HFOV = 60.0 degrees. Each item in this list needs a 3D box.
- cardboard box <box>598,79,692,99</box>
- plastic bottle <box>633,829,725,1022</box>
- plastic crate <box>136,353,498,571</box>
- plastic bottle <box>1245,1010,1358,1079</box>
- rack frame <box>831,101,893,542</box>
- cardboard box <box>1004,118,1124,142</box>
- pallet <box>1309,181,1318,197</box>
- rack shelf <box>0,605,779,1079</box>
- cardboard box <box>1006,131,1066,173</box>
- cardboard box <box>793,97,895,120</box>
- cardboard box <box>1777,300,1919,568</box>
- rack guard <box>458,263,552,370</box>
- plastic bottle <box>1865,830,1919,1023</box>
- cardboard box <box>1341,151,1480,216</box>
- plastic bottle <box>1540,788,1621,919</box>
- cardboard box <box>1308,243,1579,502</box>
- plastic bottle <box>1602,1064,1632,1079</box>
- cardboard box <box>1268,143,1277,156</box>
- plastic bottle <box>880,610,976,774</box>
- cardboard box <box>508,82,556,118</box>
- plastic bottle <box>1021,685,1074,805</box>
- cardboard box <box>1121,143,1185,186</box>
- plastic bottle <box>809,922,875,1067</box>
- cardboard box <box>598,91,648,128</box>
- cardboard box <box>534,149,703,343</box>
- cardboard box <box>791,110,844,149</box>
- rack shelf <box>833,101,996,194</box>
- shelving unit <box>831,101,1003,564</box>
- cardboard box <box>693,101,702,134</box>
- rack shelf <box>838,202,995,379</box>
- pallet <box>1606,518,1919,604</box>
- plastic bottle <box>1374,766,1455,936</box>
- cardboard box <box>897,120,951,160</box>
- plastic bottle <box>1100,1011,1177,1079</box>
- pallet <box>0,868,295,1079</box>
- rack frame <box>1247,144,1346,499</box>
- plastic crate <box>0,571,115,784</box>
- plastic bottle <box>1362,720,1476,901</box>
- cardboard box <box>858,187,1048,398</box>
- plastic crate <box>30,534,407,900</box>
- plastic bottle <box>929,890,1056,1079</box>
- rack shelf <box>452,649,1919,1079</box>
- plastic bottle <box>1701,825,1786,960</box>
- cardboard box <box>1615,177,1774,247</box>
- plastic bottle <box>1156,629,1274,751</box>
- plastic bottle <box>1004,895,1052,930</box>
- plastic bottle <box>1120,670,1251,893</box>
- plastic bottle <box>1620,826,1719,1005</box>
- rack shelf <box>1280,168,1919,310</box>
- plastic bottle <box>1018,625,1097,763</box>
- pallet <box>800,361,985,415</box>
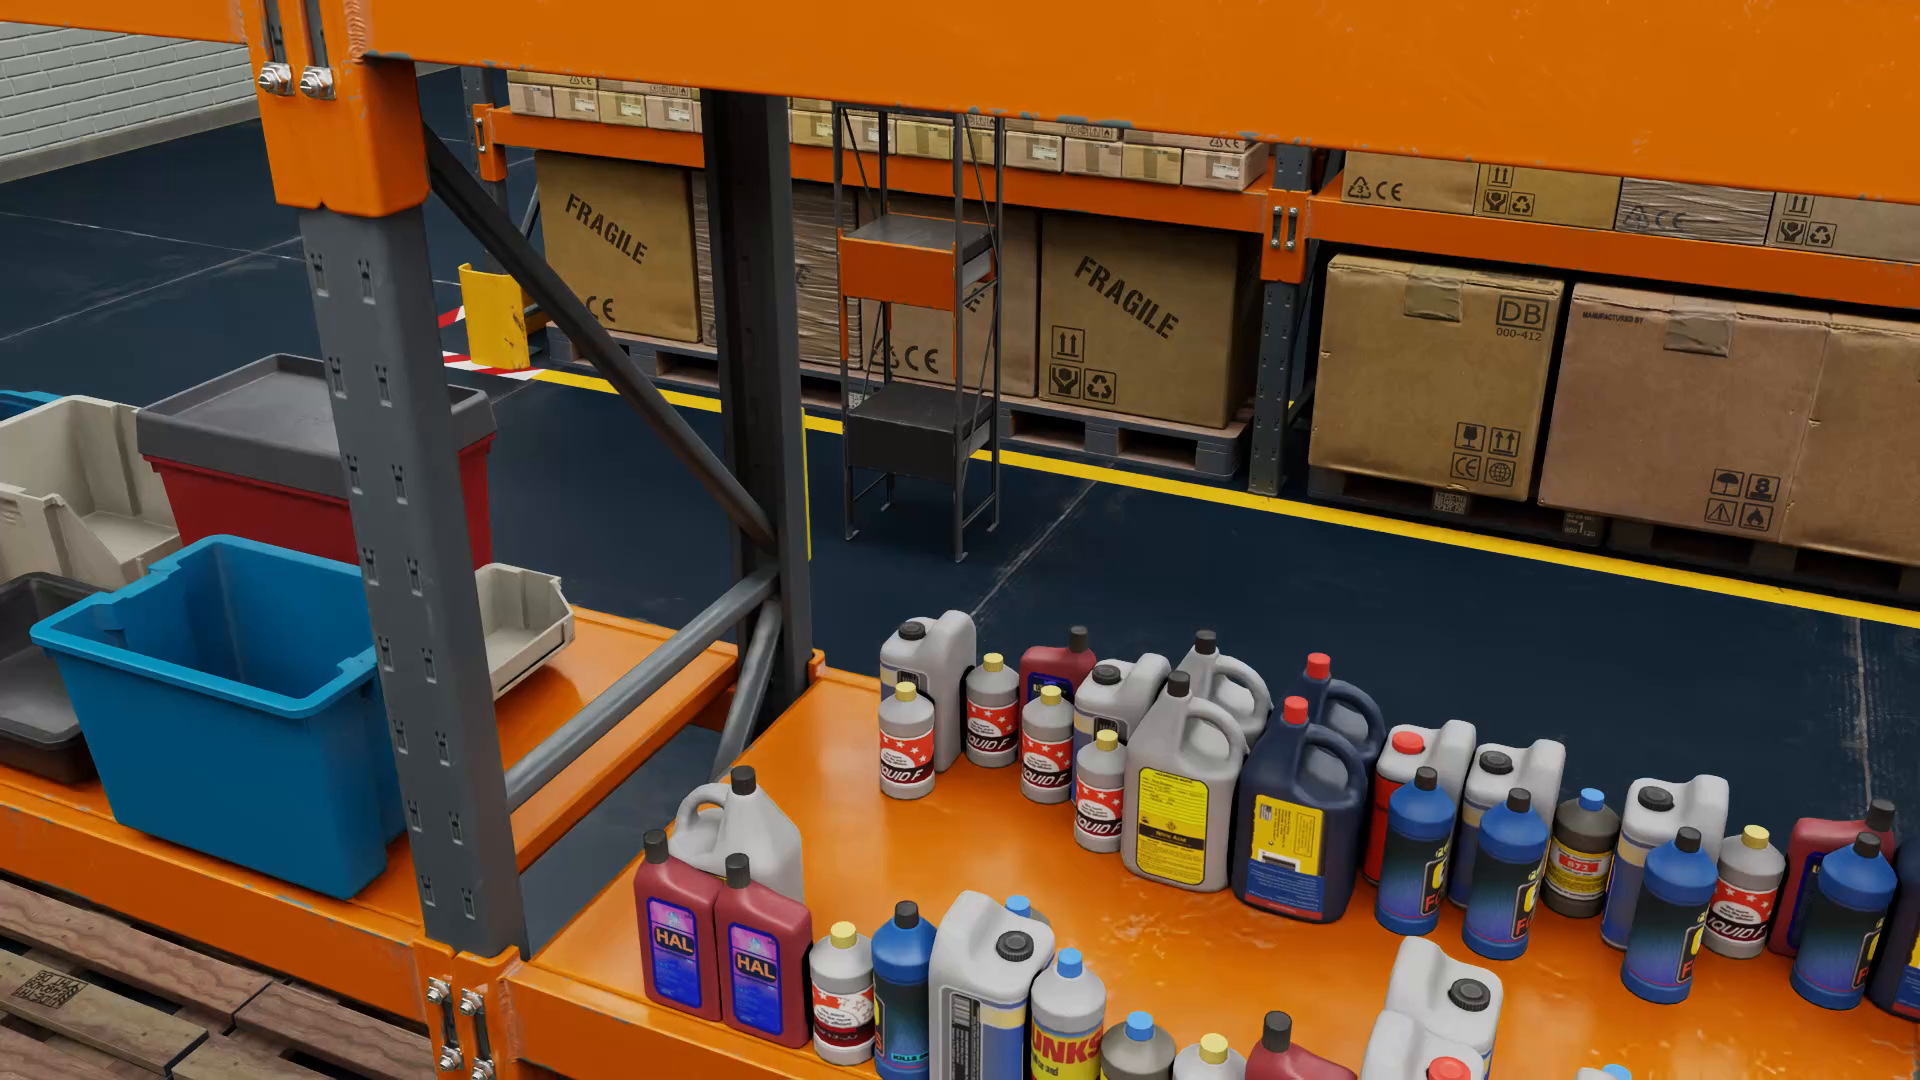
[{"bbox_3d":[-1.341,-2.244,7.745,0.500,0.250,0.500,11,28,21],"label":"cardboard box"},{"bbox_3d":[-0.394,0.547,2.375,0.133,0.283,0.061,11,28,22],"label":"plastic bottle"},{"bbox_3d":[-1.260,-0.063,3.342,0.583,0.464,0.402,11,28,22],"label":"plastic crate"},{"bbox_3d":[0.415,0.710,2.045,0.133,0.283,0.061,11,28,22],"label":"plastic bottle"},{"bbox_3d":[-0.373,-1.017,6.438,0.015,2.100,0.400,11,28,22],"label":"rack frame"},{"bbox_3d":[0.517,-1.870,6.986,0.500,0.250,0.500,12,29,23],"label":"cardboard box"},{"bbox_3d":[3.019,-2.569,11.728,1.213,0.211,1.003,11,28,22],"label":"pallet"},{"bbox_3d":[-2.371,0.213,3.735,4.000,0.370,1.077,11,28,22],"label":"rack shelf"},{"bbox_3d":[0.384,-1.687,7.066,0.250,0.149,0.380,12,29,23],"label":"cardboard box"},{"bbox_3d":[-0.408,-2.057,7.366,0.500,0.250,0.500,11,28,21],"label":"cardboard box"},{"bbox_3d":[3.713,-0.540,6.380,0.875,0.875,1.225,11,28,22],"label":"cardboard box"},{"bbox_3d":[-2.164,-1.349,8.925,0.348,0.500,1.175,11,28,22],"label":"rack guard"},{"bbox_3d":[1.424,0.516,2.361,0.185,0.351,0.144,11,28,22],"label":"plastic bottle"},{"bbox_3d":[1.815,-1.595,6.481,0.500,0.500,0.500,11,28,22],"label":"cardboard box"},{"bbox_3d":[0.973,0.481,2.601,0.097,0.201,0.097,0,26,0],"label":"plastic bottle"},{"bbox_3d":[2.090,-0.861,7.034,0.875,0.875,1.225,11,28,22],"label":"cardboard box"},{"bbox_3d":[0.802,0.741,2.073,0.097,0.201,0.097,0,26,0],"label":"plastic bottle"},{"bbox_3d":[1.368,-1.810,7.315,0.250,0.149,0.380,11,28,22],"label":"cardboard box"},{"bbox_3d":[-0.058,0.254,2.978,0.135,0.276,0.152,11,28,22],"label":"plastic bottle"},{"bbox_3d":[-1.955,-2.156,8.018,0.250,0.149,0.380,12,29,22],"label":"cardboard box"},{"bbox_3d":[0.155,0.347,2.875,0.097,0.201,0.097,0,26,0],"label":"plastic bottle"},{"bbox_3d":[0.851,-1.594,6.875,0.250,0.149,0.380,12,29,23],"label":"cardboard box"},{"bbox_3d":[-0.160,0.622,2.315,0.097,0.201,0.097,0,26,0],"label":"plastic bottle"},{"bbox_3d":[-1.488,-2.063,7.829,0.250,0.149,0.380,11,28,21],"label":"cardboard box"},{"bbox_3d":[-1.526,-1.617,8.568,0.875,0.875,0.875,11,28,22],"label":"cardboard box"},{"bbox_3d":[-0.554,-1.875,7.448,0.250,0.149,0.380,11,28,21],"label":"cardboard box"},{"bbox_3d":[-0.151,-1.588,6.045,0.480,0.518,0.431,11,28,22],"label":"rack shelf"},{"bbox_3d":[-0.151,-0.972,6.348,0.503,2.100,0.431,11,28,22],"label":"shelving unit"},{"bbox_3d":[-1.019,-1.969,7.638,0.250,0.149,0.380,11,28,21],"label":"cardboard box"},{"bbox_3d":[-0.151,-0.960,6.354,0.480,0.518,0.431,11,28,22],"label":"rack shelf"},{"bbox_3d":[3.348,-0.151,6.817,1.213,0.211,1.003,11,28,22],"label":"pallet"},{"bbox_3d":[0.699,0.469,2.548,0.097,0.271,0.097,0,26,0],"label":"plastic bottle"},{"bbox_3d":[-0.084,-1.781,7.256,0.250,0.149,0.380,11,28,21],"label":"cardboard box"},{"bbox_3d":[0.229,0.700,2.157,0.097,0.201,0.097,0,26,0],"label":"plastic bottle"},{"bbox_3d":[-2.351,1.166,4.143,1.213,0.211,1.003,11,28,22],"label":"pallet"},{"bbox_3d":[1.499,-1.735,6.878,0.127,3.000,1.000,11,28,22],"label":"rack frame"},{"bbox_3d":[-1.681,0.256,3.077,0.590,0.125,0.437,11,28,22],"label":"plastic crate"},{"bbox_3d":[0.733,0.413,2.655,0.135,0.276,0.152,11,28,22],"label":"plastic bottle"},{"bbox_3d":[0.113,-1.288,7.900,0.875,0.875,0.875,11,28,22],"label":"cardboard box"},{"bbox_3d":[-1.117,0.288,2.718,0.575,0.384,0.392,11,28,22],"label":"plastic crate"},{"bbox_3d":[0.046,0.617,2.242,0.135,0.276,0.152,11,28,22],"label":"plastic bottle"},{"bbox_3d":[1.270,0.945,2.249,4.000,0.370,1.077,11,28,22],"label":"rack shelf"},{"bbox_3d":[1.184,0.524,2.515,0.097,0.201,0.097,0,26,0],"label":"plastic bottle"},{"bbox_3d":[2.728,-1.412,6.109,0.500,0.500,0.500,11,28,21],"label":"cardboard box"},{"bbox_3d":[0.421,0.315,2.770,0.185,0.351,0.144,11,28,22],"label":"plastic bottle"},{"bbox_3d":[0.081,0.597,2.367,0.097,0.201,0.097,0,26,0],"label":"plastic bottle"},{"bbox_3d":[0.362,0.373,2.652,0.185,0.351,0.144,11,28,22],"label":"plastic bottle"},{"bbox_3d":[1.032,0.536,2.412,0.097,0.271,0.097,0,26,0],"label":"plastic bottle"},{"bbox_3d":[3.320,-1.047,6.295,4.000,0.370,1.077,11,28,22],"label":"rack shelf"},{"bbox_3d":[0.171,0.275,2.928,0.133,0.283,0.061,11,28,22],"label":"plastic bottle"},{"bbox_3d":[-0.275,-0.877,8.292,1.213,0.211,1.003,11,28,22],"label":"pallet"}]
